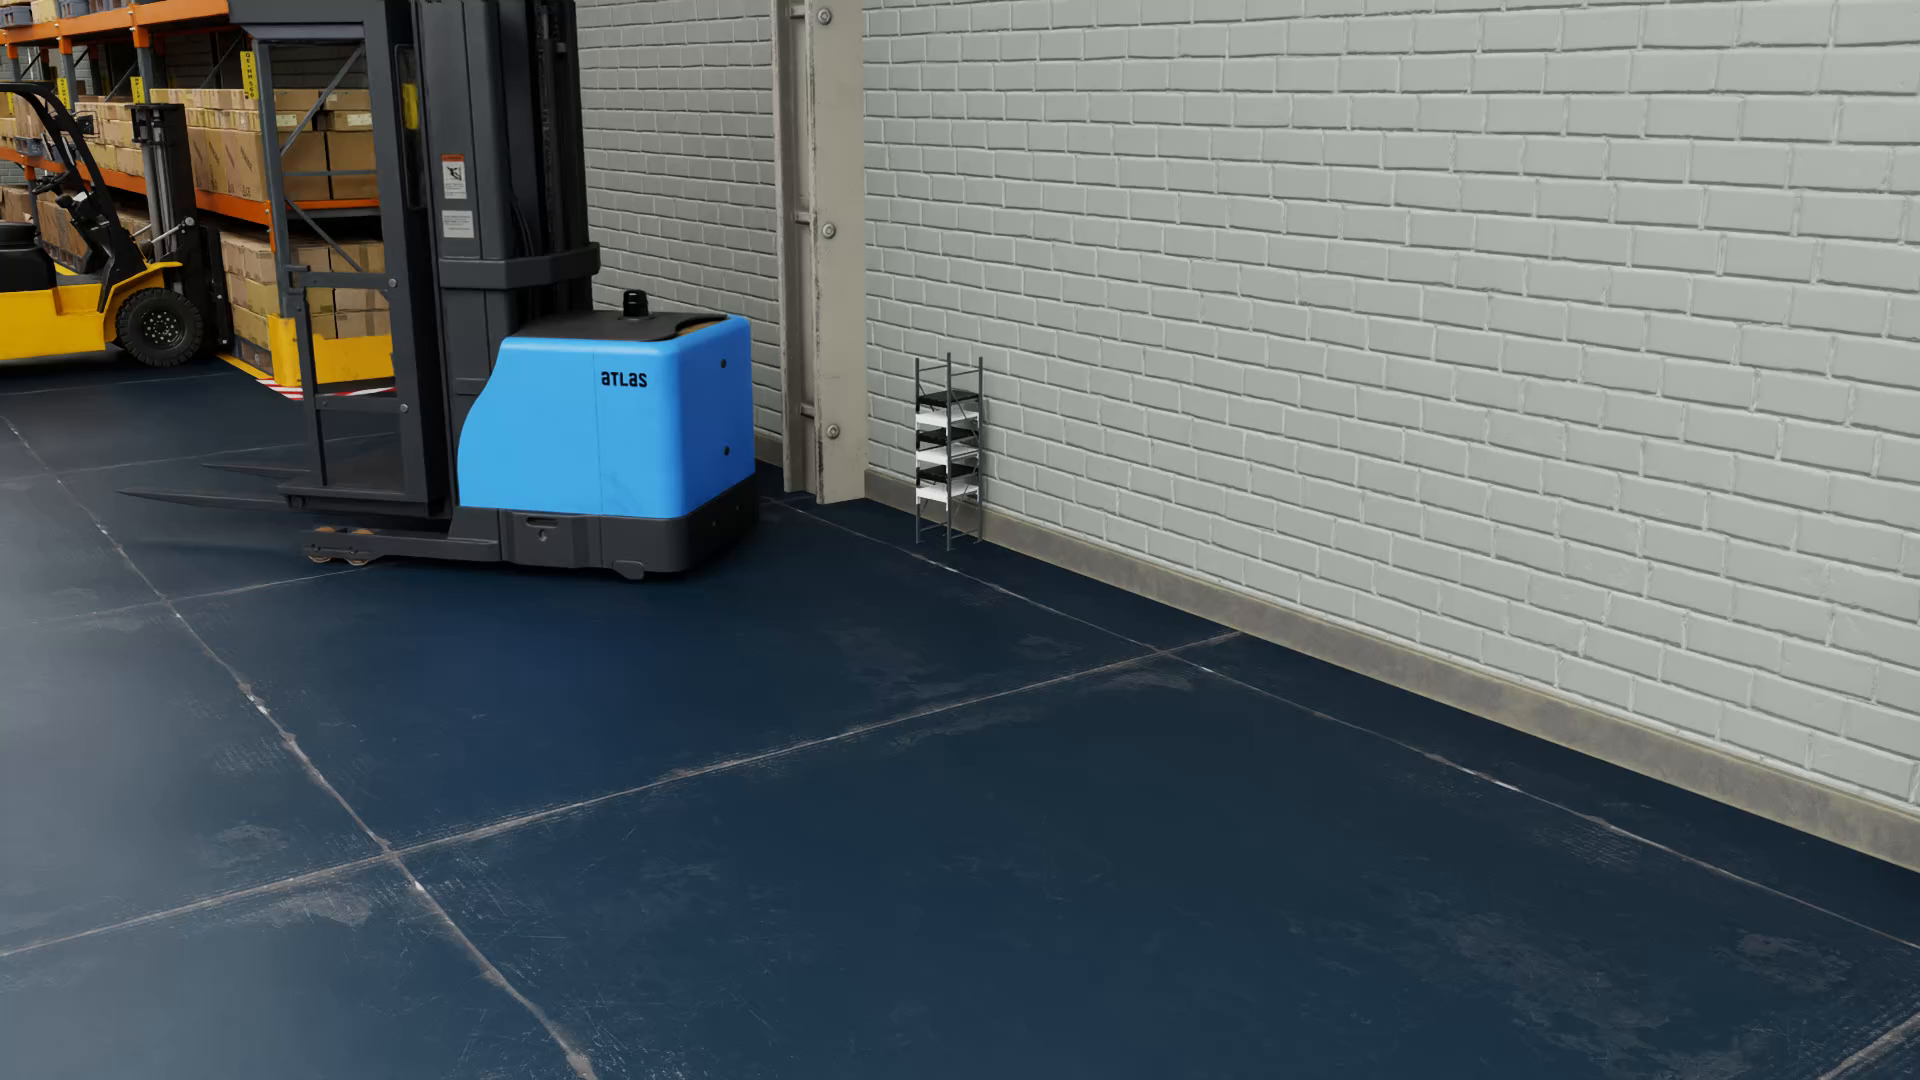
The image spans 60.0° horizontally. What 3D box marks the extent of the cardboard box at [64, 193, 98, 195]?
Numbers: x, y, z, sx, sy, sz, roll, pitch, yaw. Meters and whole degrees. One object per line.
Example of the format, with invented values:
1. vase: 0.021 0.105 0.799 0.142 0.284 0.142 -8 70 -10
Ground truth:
1. cardboard box: -10.629 -4.124 20.174 0.380 0.149 0.250 -11 19 -34

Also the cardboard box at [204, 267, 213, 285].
1. cardboard box: -6.007 -2.188 13.856 0.500 0.250 0.500 -11 19 -35

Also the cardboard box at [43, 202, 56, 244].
1. cardboard box: -11.202 -4.001 20.953 0.500 0.500 0.500 -11 19 -35

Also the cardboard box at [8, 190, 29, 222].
1. cardboard box: -12.994 -4.644 23.300 0.500 0.500 0.500 -10 18 -34

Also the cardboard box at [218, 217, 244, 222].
1. cardboard box: -6.476 -2.830 15.253 0.500 0.250 0.500 -10 18 -33

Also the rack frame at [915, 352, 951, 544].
1. rack frame: -0.127 -0.440 7.979 0.006 0.900 0.240 14 20 40

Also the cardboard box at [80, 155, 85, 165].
1. cardboard box: -9.211 -4.196 18.008 0.500 0.250 0.500 -11 19 -34

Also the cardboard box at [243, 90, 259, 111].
1. cardboard box: -5.121 -3.289 12.428 0.380 0.149 0.250 -11 19 -34

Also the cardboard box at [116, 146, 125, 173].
1. cardboard box: -7.997 -3.758 16.410 0.500 0.250 0.500 -11 19 -34

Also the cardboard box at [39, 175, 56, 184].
1. cardboard box: -11.581 -4.600 21.347 0.380 0.149 0.250 -11 19 -35

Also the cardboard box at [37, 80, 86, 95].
1. cardboard box: -12.286 -6.047 22.788 0.500 0.500 0.500 -11 19 -36

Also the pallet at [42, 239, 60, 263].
1. pallet: -11.117 -3.742 21.348 1.003 0.211 1.213 -11 19 -35

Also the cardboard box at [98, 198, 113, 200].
1. cardboard box: -10.074 -3.893 19.329 0.380 0.149 0.250 -12 19 -36

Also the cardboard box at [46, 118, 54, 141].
1. cardboard box: -10.156 -4.706 19.077 0.500 0.250 0.500 -12 19 -37

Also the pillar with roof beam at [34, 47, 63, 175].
1. pillar with roof beam: -18.316 -9.050 24.096 9.100 9.000 0.400 -11 19 -35

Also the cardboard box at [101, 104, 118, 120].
1. cardboard box: -8.296 -4.259 16.537 0.380 0.149 0.250 -11 19 -36

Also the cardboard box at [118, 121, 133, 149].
1. cardboard box: -7.726 -3.889 15.941 0.500 0.250 0.500 -11 19 -36

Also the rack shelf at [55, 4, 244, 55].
1. rack shelf: -8.098 -5.073 16.611 1.077 0.370 4.000 -11 19 -35

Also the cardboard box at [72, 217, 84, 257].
1. cardboard box: -9.982 -3.563 19.352 0.500 0.500 0.500 -11 19 -35

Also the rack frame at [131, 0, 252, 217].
1. rack frame: -6.922 -3.547 15.352 1.000 3.000 0.127 -11 19 -35

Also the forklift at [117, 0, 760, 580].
1. forklift: -2.557 -1.425 7.731 3.031 2.935 1.130 4 16 13

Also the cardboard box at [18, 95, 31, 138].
1. cardboard box: -11.218 -5.257 20.616 0.700 0.500 0.500 -11 19 -34

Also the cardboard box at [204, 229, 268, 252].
1. cardboard box: -5.995 -2.425 13.772 0.500 0.250 0.500 -11 19 -36

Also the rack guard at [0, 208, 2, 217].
1. rack guard: -13.933 -4.887 24.985 1.175 0.500 0.348 -11 19 -35

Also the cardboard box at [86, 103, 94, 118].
1. cardboard box: -8.995 -4.540 17.565 0.380 0.149 0.250 -10 18 -33

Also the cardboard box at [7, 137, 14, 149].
1. cardboard box: -12.666 -5.377 22.515 0.380 0.149 0.250 -11 19 -35

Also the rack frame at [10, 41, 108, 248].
1. rack frame: -11.626 -5.255 21.593 1.000 3.000 0.127 -11 19 -35

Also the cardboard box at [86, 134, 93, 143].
1. cardboard box: -8.917 -4.330 17.550 0.500 0.250 0.500 -10 18 -33

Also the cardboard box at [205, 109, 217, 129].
1. cardboard box: -5.775 -3.354 13.231 0.380 0.149 0.250 -11 19 -34

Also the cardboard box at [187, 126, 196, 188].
1. cardboard box: -6.254 -3.243 14.053 0.500 0.500 0.500 -11 19 -35

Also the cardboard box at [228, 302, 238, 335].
1. cardboard box: -5.673 -1.836 13.515 0.500 0.250 0.500 -11 19 -34

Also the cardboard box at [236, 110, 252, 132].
1. cardboard box: -5.175 -3.134 12.426 0.380 0.149 0.250 -11 18 -34

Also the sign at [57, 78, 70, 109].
1. sign: -9.707 -4.835 18.015 0.100 0.325 0.005 -11 19 -35

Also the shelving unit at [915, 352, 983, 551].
1. shelving unit: -0.052 -0.422 7.914 0.210 0.900 0.258 14 20 40

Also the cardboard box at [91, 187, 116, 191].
1. cardboard box: -11.017 -4.475 21.456 0.380 0.149 0.250 -11 19 -35

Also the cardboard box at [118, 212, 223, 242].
1. cardboard box: -8.132 -3.041 17.206 0.875 0.625 0.625 -12 19 -37

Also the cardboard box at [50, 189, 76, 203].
1. cardboard box: -11.244 -4.347 20.986 0.380 0.149 0.250 -12 19 -37

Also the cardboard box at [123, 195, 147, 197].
1. cardboard box: -9.759 -4.044 19.881 0.380 0.149 0.250 -12 19 -37

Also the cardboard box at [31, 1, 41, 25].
1. cardboard box: -10.362 -6.061 19.141 0.500 0.250 0.500 -11 19 -35

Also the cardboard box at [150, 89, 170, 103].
1. cardboard box: -6.975 -3.937 14.797 0.380 0.149 0.250 -10 18 -33

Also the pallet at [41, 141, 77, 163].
1. pallet: -9.729 -4.442 18.987 1.213 0.211 1.003 -11 19 -35

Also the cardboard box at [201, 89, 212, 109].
1. cardboard box: -5.783 -3.498 13.192 0.380 0.149 0.250 -10 18 -33

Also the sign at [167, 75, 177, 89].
1. sign: -8.827 -5.046 18.637 0.100 0.325 0.005 -11 19 -35

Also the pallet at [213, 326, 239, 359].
1. pallet: -5.767 -1.765 14.123 1.003 0.211 1.213 -11 19 -35

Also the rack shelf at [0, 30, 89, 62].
1. rack shelf: -12.802 -6.782 22.853 1.077 0.370 4.000 -11 19 -35

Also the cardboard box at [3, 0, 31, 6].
1. cardboard box: -11.340 -6.539 20.094 0.380 0.149 0.250 -11 19 -34

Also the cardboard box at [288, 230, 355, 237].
1. cardboard box: -5.282 -2.398 13.673 0.500 0.250 0.500 -11 19 -35

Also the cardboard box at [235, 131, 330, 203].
1. cardboard box: -5.072 -2.805 12.453 0.500 0.500 0.500 -11 19 -36

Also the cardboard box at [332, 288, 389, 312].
1. cardboard box: -4.679 -1.942 12.957 0.500 0.250 0.500 -10 18 -34

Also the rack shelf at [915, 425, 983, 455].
1. rack shelf: -0.052 -0.477 7.899 0.200 0.077 0.258 14 20 40

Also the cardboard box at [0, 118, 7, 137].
1. cardboard box: -12.712 -5.610 22.612 0.500 0.250 0.500 -11 19 -35
